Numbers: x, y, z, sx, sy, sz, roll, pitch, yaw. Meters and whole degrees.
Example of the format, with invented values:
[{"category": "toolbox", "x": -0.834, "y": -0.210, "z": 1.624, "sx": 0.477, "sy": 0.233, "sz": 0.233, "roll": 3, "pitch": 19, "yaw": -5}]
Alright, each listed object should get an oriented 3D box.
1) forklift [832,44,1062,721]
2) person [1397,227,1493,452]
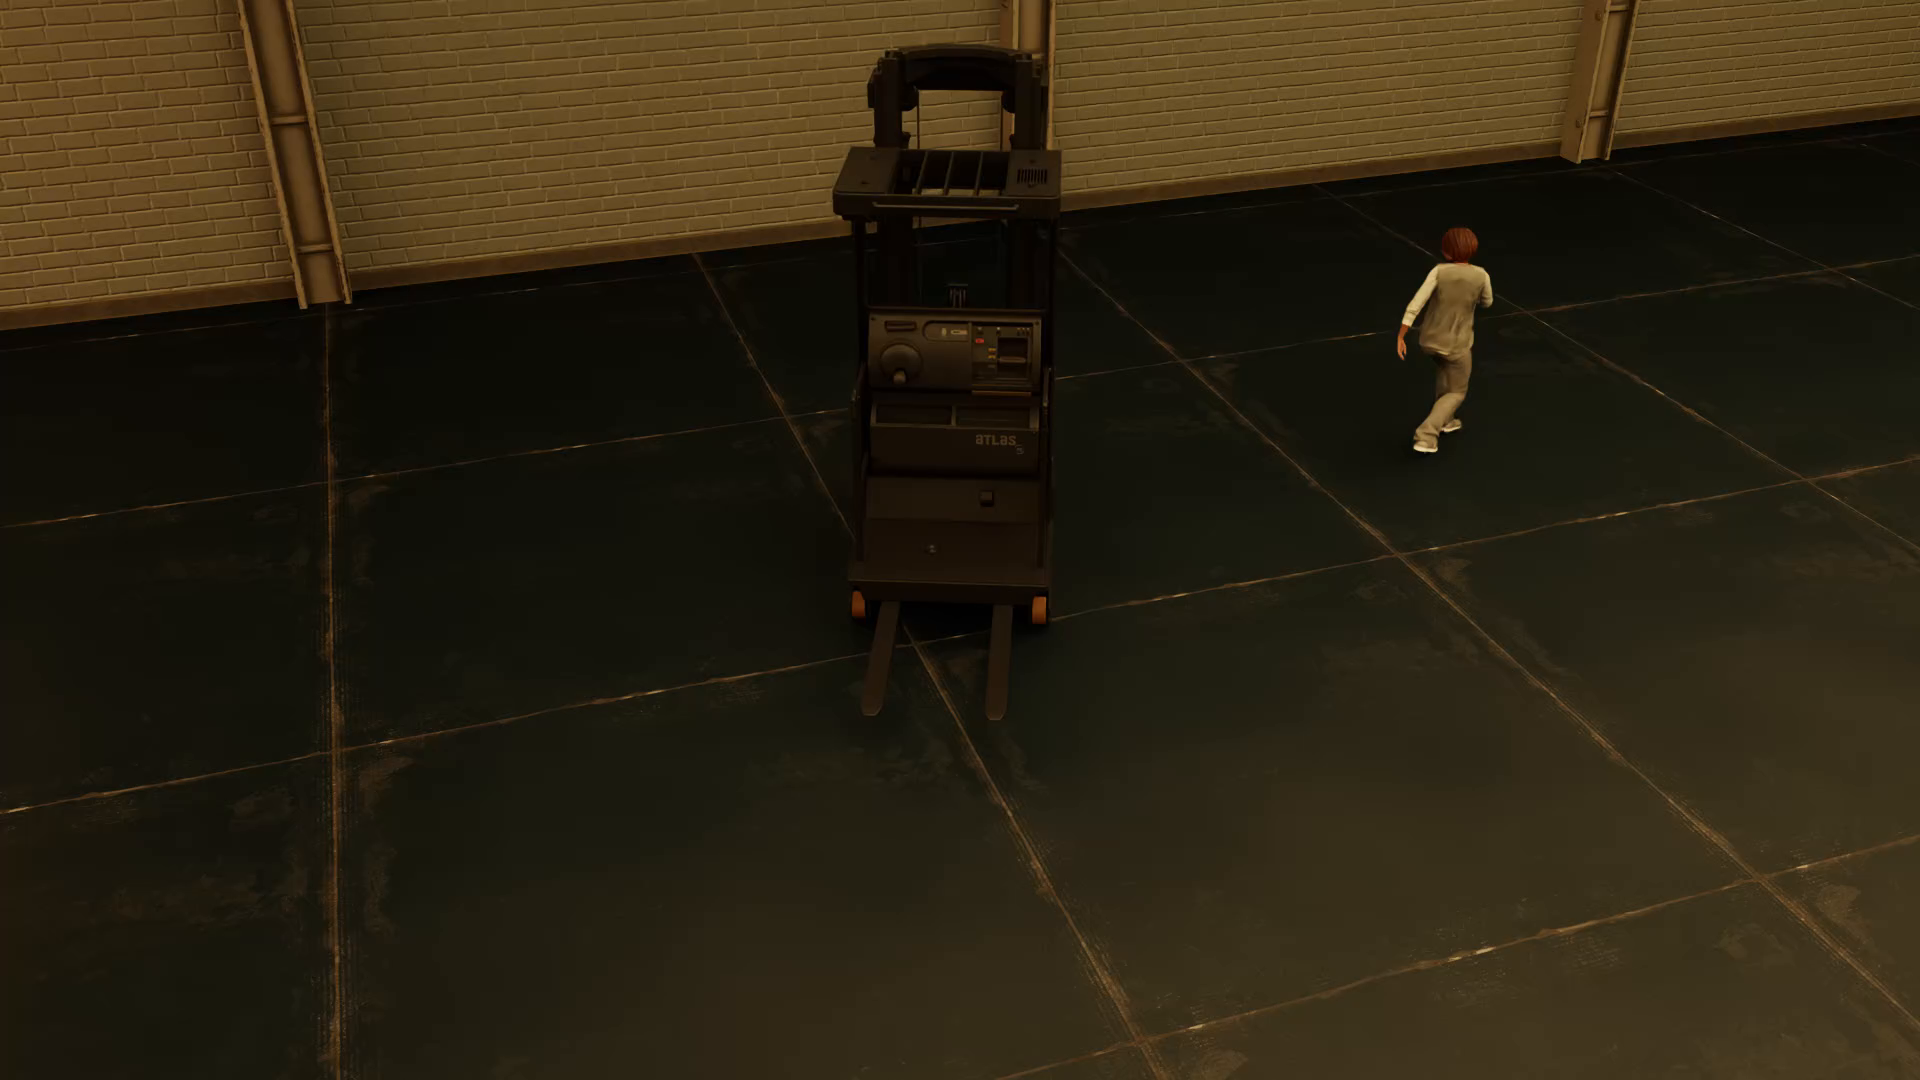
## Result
[{"category": "forklift", "x": -0.039, "y": -0.967, "z": 8.767, "sx": 1.130, "sy": 2.935, "sz": 3.031, "roll": 2, "pitch": 30, "yaw": 3}, {"category": "person", "x": 3.157, "y": -1.304, "z": 10.809, "sx": 0.438, "sy": 1.518, "sz": 0.794, "roll": 18, "pitch": 34, "yaw": 28}]
